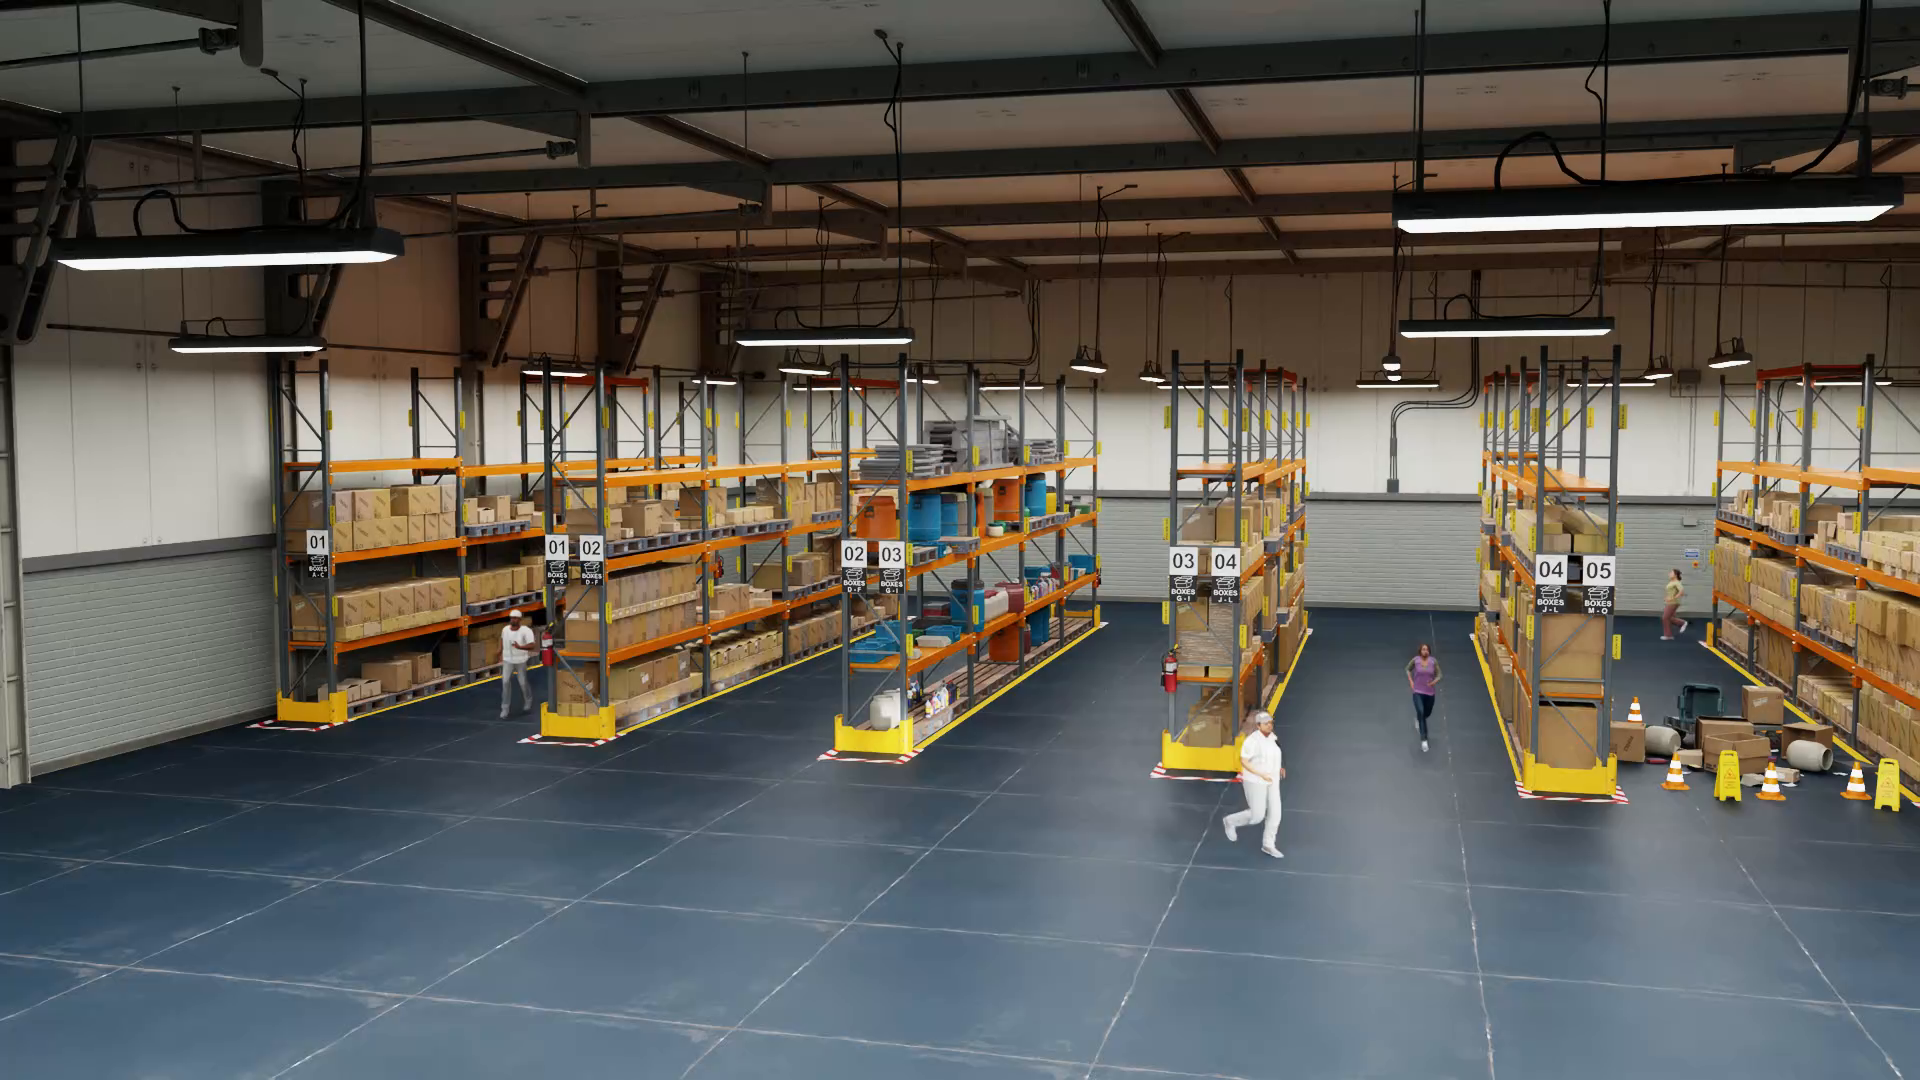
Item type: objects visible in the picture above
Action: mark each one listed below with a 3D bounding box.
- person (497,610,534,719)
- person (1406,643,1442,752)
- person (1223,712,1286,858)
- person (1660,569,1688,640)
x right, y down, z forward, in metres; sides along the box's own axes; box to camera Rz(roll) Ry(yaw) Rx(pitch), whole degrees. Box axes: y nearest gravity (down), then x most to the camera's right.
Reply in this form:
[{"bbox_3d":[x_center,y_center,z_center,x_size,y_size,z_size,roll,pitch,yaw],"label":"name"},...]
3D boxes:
[{"bbox_3d":[-7.528,2.065,28.168,0.692,1.781,0.922,0,4,6],"label":"person"},{"bbox_3d":[7.155,2.373,25.628,0.506,1.597,1.035,0,4,1],"label":"person"},{"bbox_3d":[3.470,2.811,19.309,0.613,1.662,0.753,-3,5,-38],"label":"person"},{"bbox_3d":[16.326,1.468,37.947,0.623,1.628,0.582,1,4,8],"label":"person"}]
